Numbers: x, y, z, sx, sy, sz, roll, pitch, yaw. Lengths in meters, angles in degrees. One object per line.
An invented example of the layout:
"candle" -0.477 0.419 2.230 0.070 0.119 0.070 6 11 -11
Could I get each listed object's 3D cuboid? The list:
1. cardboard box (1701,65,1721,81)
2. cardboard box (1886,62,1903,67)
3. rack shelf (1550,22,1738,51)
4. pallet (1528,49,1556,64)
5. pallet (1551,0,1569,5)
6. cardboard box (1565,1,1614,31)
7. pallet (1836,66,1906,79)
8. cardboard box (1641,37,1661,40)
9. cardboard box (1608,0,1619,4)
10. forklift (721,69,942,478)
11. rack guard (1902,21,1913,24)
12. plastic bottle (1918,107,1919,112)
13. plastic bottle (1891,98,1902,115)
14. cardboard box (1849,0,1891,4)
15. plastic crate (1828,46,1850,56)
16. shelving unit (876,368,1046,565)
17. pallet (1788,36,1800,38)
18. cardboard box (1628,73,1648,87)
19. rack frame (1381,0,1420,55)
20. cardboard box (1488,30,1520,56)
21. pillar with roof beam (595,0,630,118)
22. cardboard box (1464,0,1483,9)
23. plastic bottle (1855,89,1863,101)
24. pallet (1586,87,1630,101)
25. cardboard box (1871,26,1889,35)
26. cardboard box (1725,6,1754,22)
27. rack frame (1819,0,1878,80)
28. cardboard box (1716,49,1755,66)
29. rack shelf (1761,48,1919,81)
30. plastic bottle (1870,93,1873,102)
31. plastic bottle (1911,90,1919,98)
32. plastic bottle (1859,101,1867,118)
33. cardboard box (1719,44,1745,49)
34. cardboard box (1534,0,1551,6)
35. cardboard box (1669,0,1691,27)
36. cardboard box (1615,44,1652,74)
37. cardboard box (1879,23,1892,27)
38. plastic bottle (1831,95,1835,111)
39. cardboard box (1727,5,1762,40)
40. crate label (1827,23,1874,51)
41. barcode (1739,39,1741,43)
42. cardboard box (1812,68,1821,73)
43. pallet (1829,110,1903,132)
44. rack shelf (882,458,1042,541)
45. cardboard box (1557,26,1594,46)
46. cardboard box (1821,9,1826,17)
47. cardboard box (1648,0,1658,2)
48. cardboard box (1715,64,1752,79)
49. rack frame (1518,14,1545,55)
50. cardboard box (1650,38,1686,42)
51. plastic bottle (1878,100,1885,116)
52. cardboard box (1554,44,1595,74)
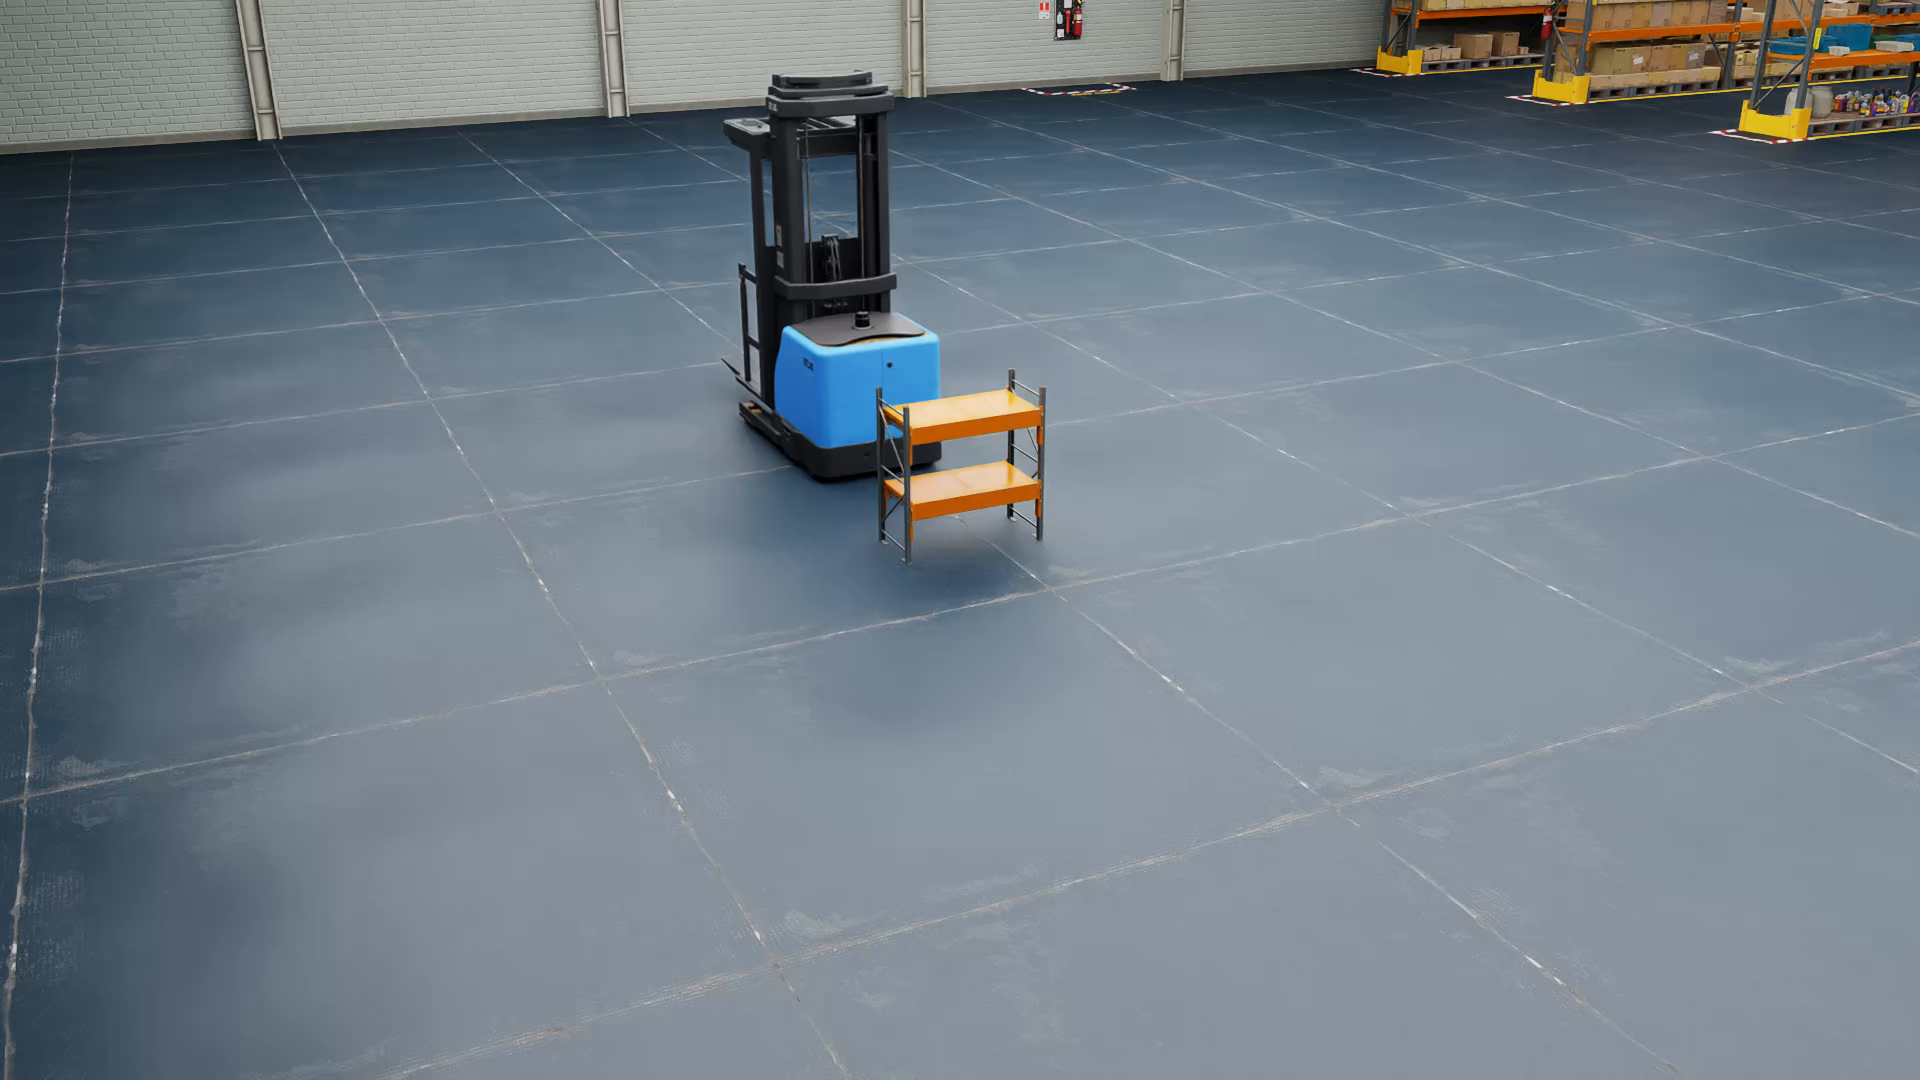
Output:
"cardboard box" 15.081 -9.500 33.824 0.500 0.250 0.500 -10 25 -24
"cardboard box" 20.012 -10.506 35.902 0.500 0.500 0.500 -11 25 -26
"rack shelf" 13.602 -10.064 33.083 4.000 0.370 1.077 -10 25 -24
"pallet" 13.953 -11.276 38.716 1.213 0.211 1.003 -10 25 -24
"pallet" 14.004 -12.423 38.091 1.213 0.211 1.003 -10 25 -24
"cardboard box" 12.226 -10.184 32.301 0.500 0.500 0.700 -10 25 -24
"pallet" 19.697 -10.214 36.150 1.213 0.211 1.003 -10 25 -24
"cardboard box" 16.230 -12.010 39.534 0.500 0.500 0.700 -10 25 -23
"cardboard box" 12.483 -10.447 32.086 0.250 0.149 0.380 -11 25 -25
"forklift" -1.231 -2.357 13.613 1.130 2.935 3.031 -10 25 -23
"rack guard" 24.087 -13.275 43.165 0.348 0.500 1.175 -10 25 -24
"plastic bottle" 17.094 -7.794 29.545 0.185 0.351 0.144 -11 25 -25
"plastic bottle" 16.482 -7.649 29.292 0.135 0.276 0.152 -10 24 -23
"cardboard box" 19.527 -11.776 35.596 0.700 0.500 0.500 21 30 41
"plastic crate" 14.891 -8.273 28.159 0.250 0.136 0.298 -10 25 -24
"shelving unit" 0.006 -0.521 11.538 1.048 1.125 0.538 -10 25 -24
"pallet" 21.180 -12.573 41.848 1.213 0.211 1.003 -10 25 -24
"cardboard box" 13.279 -9.168 33.022 0.500 0.250 0.500 -10 25 -24
"rack frame" 9.648 -11.772 36.266 0.127 3.000 1.000 -10 25 -24
"cardboard box" 12.334 -11.298 37.814 0.500 0.500 0.500 -12 26 -28
"pillar with roof beam" -4.448 -10.488 25.322 0.400 9.000 9.100 -10 25 -24
"cardboard box" 11.149 -11.857 36.641 0.500 0.250 0.500 -11 25 -24
"plastic bottle" 16.088 -7.908 29.819 0.185 0.351 0.144 -11 25 -24
"pallet" 12.471 -8.918 33.018 1.213 0.211 1.003 -10 25 -24
"cardboard box" 19.798 -11.034 36.196 0.500 0.250 0.500 -9 24 -22
"cardboard box" 15.829 -10.756 34.009 0.500 0.250 0.500 -9 24 -20
"rack frame" 19.008 -11.392 35.349 0.127 3.000 1.000 -10 25 -24
"cardboard box" 15.884 -9.894 34.043 0.500 0.311 0.500 -10 25 -23
"rack shelf" 15.747 -8.357 28.957 4.000 0.370 1.077 -10 25 -24
"plastic bottle" 16.355 -7.904 29.915 0.097 0.271 0.097 0 22 0
"plastic bottle" 17.031 -7.844 29.665 0.185 0.351 0.144 -10 25 -24
"plastic bottle" 15.714 -7.493 28.923 0.097 0.271 0.097 0 22 0
"cardboard box" 16.111 -10.166 34.699 0.500 0.311 0.500 -10 24 -22
"cardboard box" 12.957 -12.192 37.452 0.500 0.250 0.500 -10 25 -23
"cardboard box" 14.081 -10.527 33.130 0.500 0.500 0.700 -10 25 -23
"cardboard box" 13.274 -9.518 32.888 0.500 0.500 0.500 -10 25 -24
"cardboard box" 23.478 -13.314 42.712 0.500 0.500 0.700 -10 25 -24
"plastic bottle" 15.507 -7.787 29.616 0.133 0.283 0.061 -10 24 -22
"cardboard box" 19.132 -12.662 40.678 0.750 0.750 0.750 -10 24 -22
"crate label" 15.486 -8.772 28.974 0.616 0.435 0.502 -10 25 -24
"barcode" 15.815 -10.119 33.712 0.075 0.075 0.001 -10 25 -24
"cardboard box" 17.723 -9.975 34.972 0.500 0.250 0.500 -10 24 -22
"pallet" 15.825 -7.432 29.427 1.213 0.211 1.003 -10 25 -24
"rack shelf" 0.006 -0.295 11.631 1.000 0.278 0.538 -10 25 -24
"cardboard box" 14.352 -11.714 38.821 0.500 0.500 0.700 -11 25 -25
"cardboard box" 17.884 -11.045 34.839 0.250 0.149 0.380 -9 24 -20
"cardboard box" 13.406 -10.616 32.496 0.250 0.149 0.380 -11 25 -24
"cardboard box" 15.875 -9.634 34.147 0.500 0.250 0.500 -11 25 -25
"rack frame" 13.252 -12.435 37.869 0.127 3.000 1.000 -10 25 -24
"cardboard box" 14.403 -9.944 33.916 0.500 0.500 0.500 -10 25 -24
"plastic bottle" 16.112 -7.567 29.100 0.097 0.271 0.097 0 22 0
"cardboard box" 12.154 -9.527 32.908 0.500 0.500 0.500 -10 25 -24
